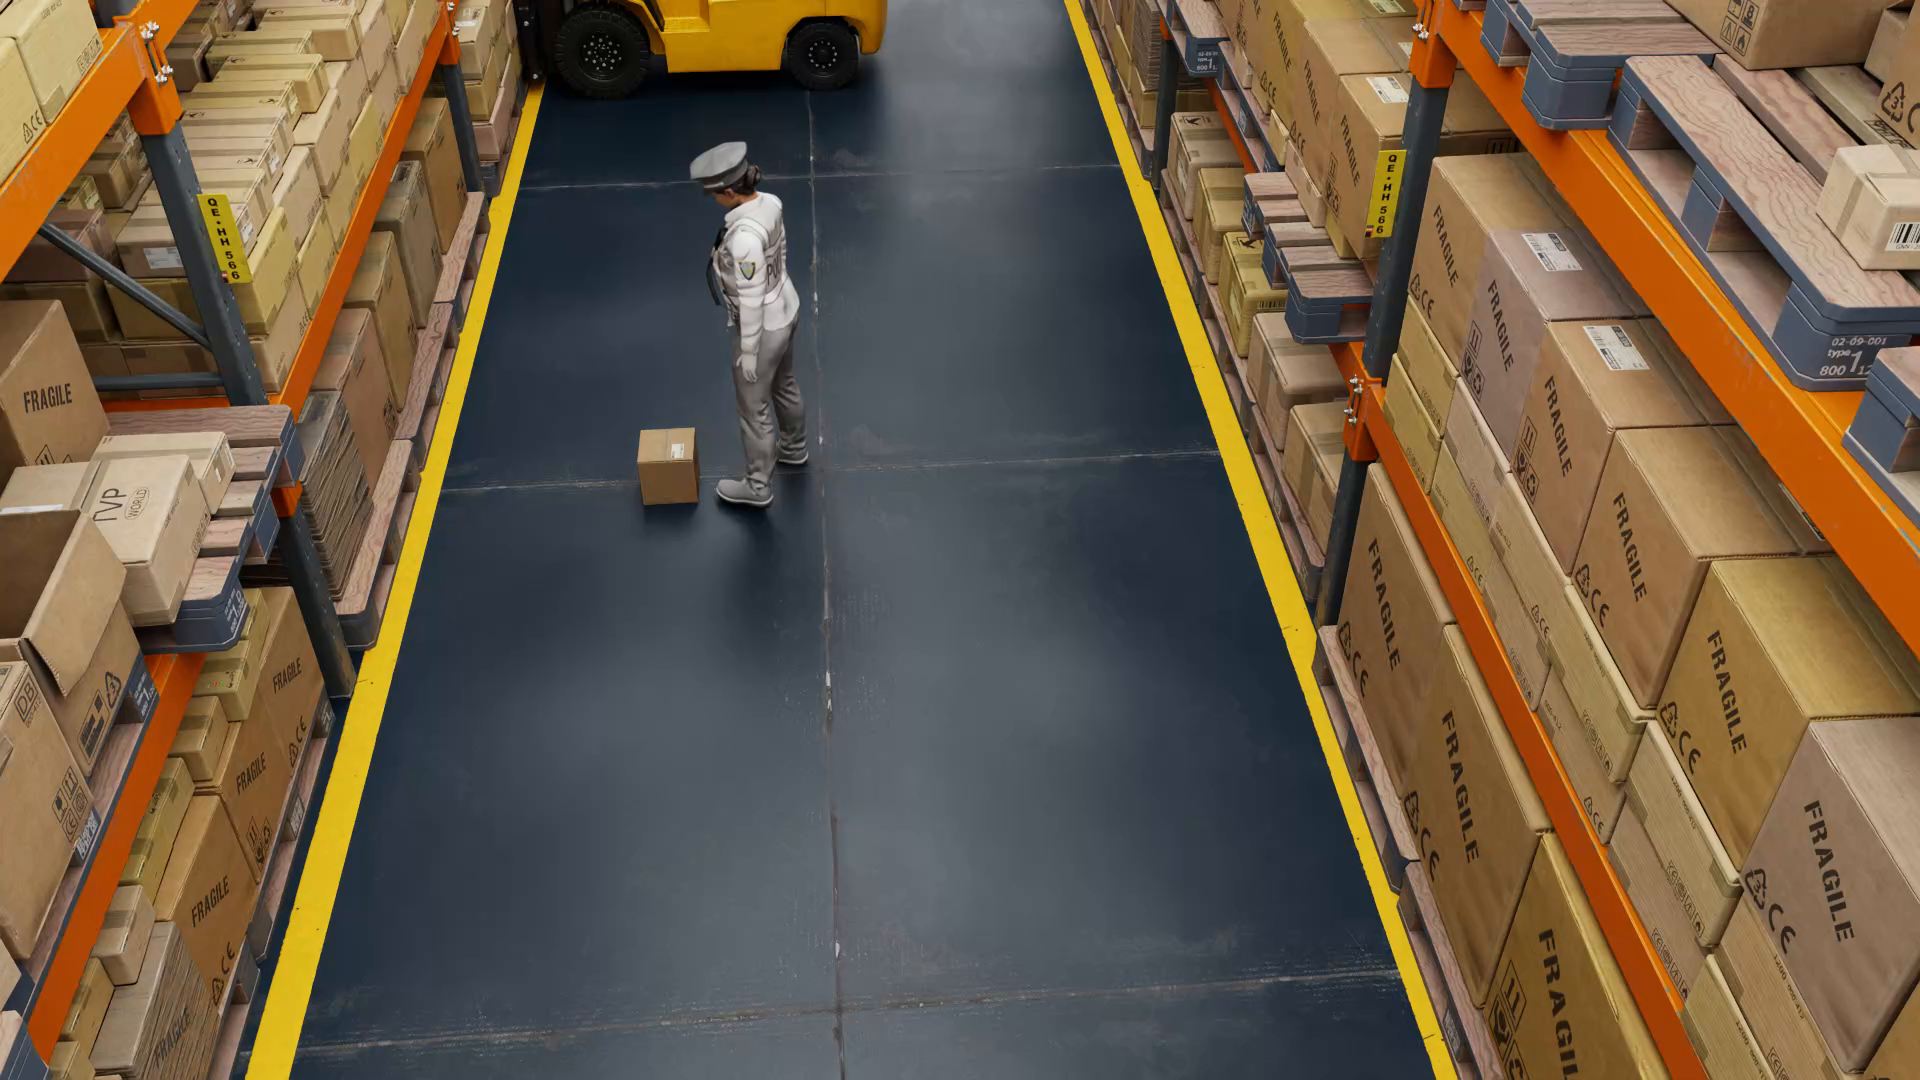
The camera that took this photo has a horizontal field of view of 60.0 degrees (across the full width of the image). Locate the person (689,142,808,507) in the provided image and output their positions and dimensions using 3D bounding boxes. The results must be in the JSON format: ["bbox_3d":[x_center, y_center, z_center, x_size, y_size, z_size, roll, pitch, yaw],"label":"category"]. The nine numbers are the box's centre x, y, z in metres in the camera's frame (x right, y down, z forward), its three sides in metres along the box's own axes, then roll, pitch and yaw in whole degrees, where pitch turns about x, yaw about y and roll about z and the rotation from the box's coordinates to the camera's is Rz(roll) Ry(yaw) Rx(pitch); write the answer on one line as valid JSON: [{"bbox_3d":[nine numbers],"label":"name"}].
[{"bbox_3d":[-0.905,-0.934,7.265,0.406,1.668,0.523,5,40,6],"label":"person"}]
